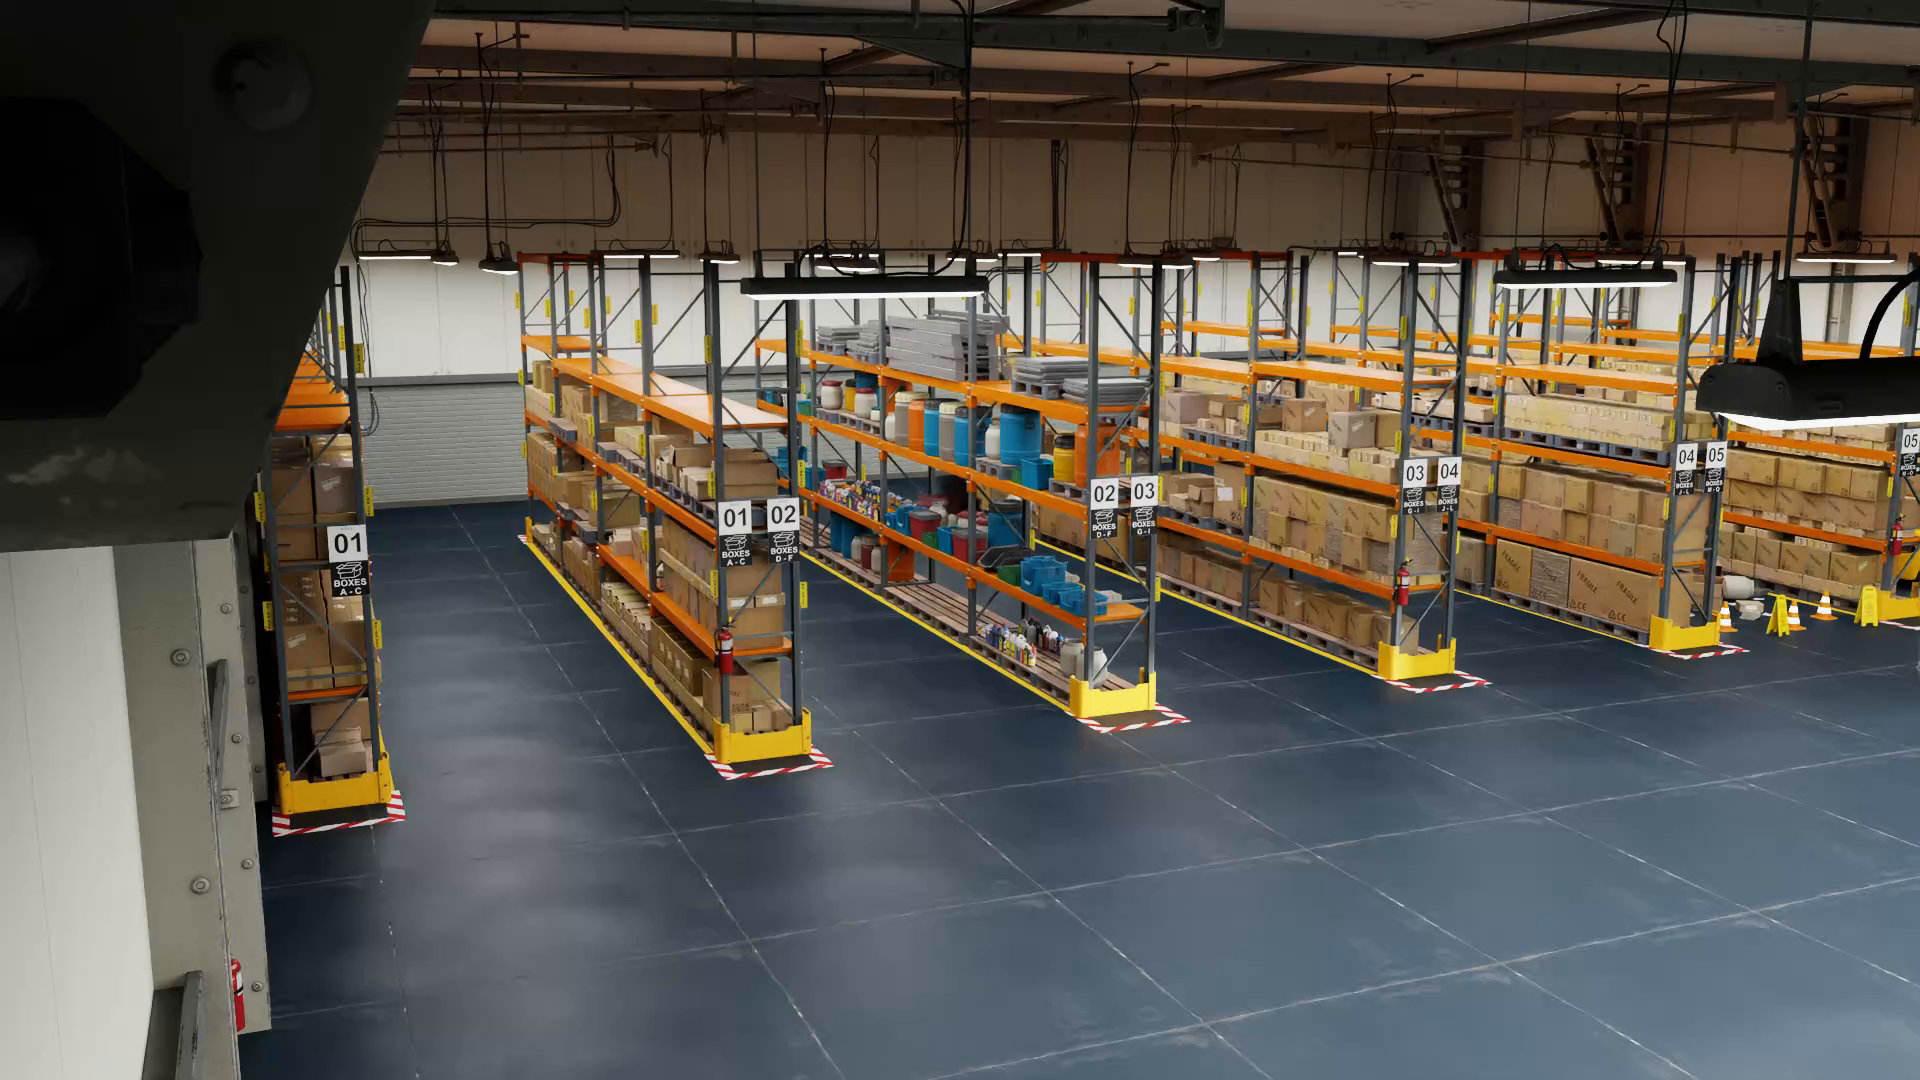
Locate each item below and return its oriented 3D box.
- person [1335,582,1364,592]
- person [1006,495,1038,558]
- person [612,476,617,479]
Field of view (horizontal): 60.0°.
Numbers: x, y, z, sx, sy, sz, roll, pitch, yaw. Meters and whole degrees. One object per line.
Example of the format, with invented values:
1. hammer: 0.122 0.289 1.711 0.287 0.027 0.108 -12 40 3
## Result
1. person: 7.043 0.117 29.999 0.552 1.575 0.819 -6 12 -32
2. person: 1.174 -0.349 31.536 0.669 1.673 0.934 -6 12 -29
3. person: -7.371 -0.992 36.006 0.536 1.598 0.609 2 11 11
